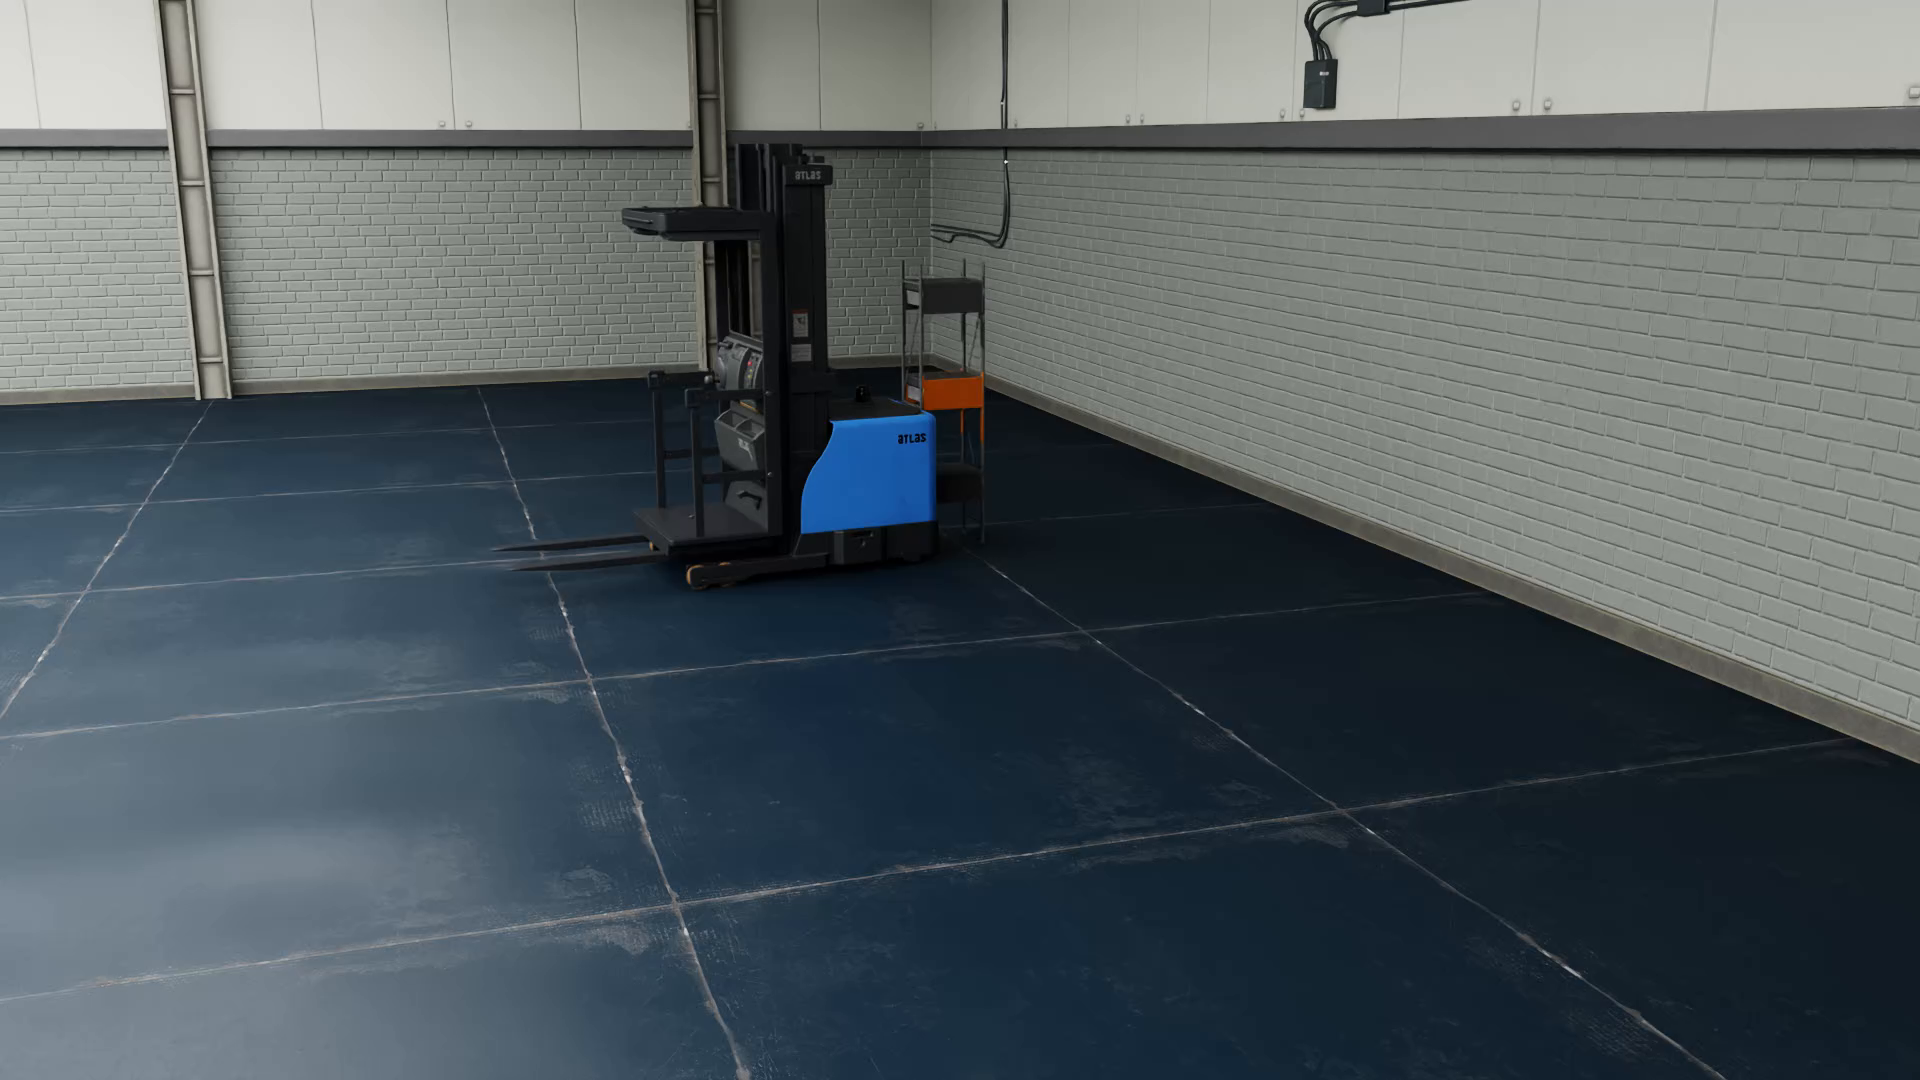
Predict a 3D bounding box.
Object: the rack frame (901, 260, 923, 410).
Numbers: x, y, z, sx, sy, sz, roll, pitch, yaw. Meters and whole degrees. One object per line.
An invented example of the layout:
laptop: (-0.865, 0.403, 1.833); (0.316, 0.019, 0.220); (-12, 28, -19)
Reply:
rack frame: (-0.352, -0.994, 12.283); (0.015, 2.100, 0.400); (-6, 14, -22)

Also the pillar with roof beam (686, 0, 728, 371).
pillar with roof beam: (-1.796, -5.572, 16.622); (0.400, 9.000, 9.100); (-4, 14, -18)

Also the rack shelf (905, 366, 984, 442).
rack shelf: (-0.127, -1.002, 12.378); (0.480, 0.518, 0.431); (-6, 14, -22)

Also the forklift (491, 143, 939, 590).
forklift: (-1.715, -1.229, 11.477); (3.031, 2.935, 1.130); (-6, 15, -24)

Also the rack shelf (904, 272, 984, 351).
rack shelf: (-0.127, -1.683, 12.216); (0.480, 0.518, 0.431); (-6, 14, -22)

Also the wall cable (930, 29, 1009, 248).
wall cable: (0.045, -4.933, 20.646); (0.112, 2.526, 3.097); (-4, 14, -18)

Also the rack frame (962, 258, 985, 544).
rack frame: (0.099, -1.037, 12.466); (0.015, 2.100, 0.400); (-6, 14, -22)

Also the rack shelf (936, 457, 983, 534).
rack shelf: (-0.127, -0.321, 12.540); (0.480, 0.518, 0.431); (-6, 14, -22)

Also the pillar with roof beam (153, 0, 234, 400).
pillar with roof beam: (-7.483, -5.129, 14.761); (0.400, 9.000, 9.100); (-4, 14, -18)

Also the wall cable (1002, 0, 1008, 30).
wall cable: (0.908, -6.797, 17.567); (0.112, 2.526, 3.097); (-4, 14, -18)

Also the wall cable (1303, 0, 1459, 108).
wall cable: (3.058, -6.015, 11.135); (0.169, 6.003, 2.305); (-4, 14, -18)

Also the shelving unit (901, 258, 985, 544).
shelving unit: (-0.127, -1.016, 12.375); (0.503, 2.100, 0.431); (-6, 14, -22)
